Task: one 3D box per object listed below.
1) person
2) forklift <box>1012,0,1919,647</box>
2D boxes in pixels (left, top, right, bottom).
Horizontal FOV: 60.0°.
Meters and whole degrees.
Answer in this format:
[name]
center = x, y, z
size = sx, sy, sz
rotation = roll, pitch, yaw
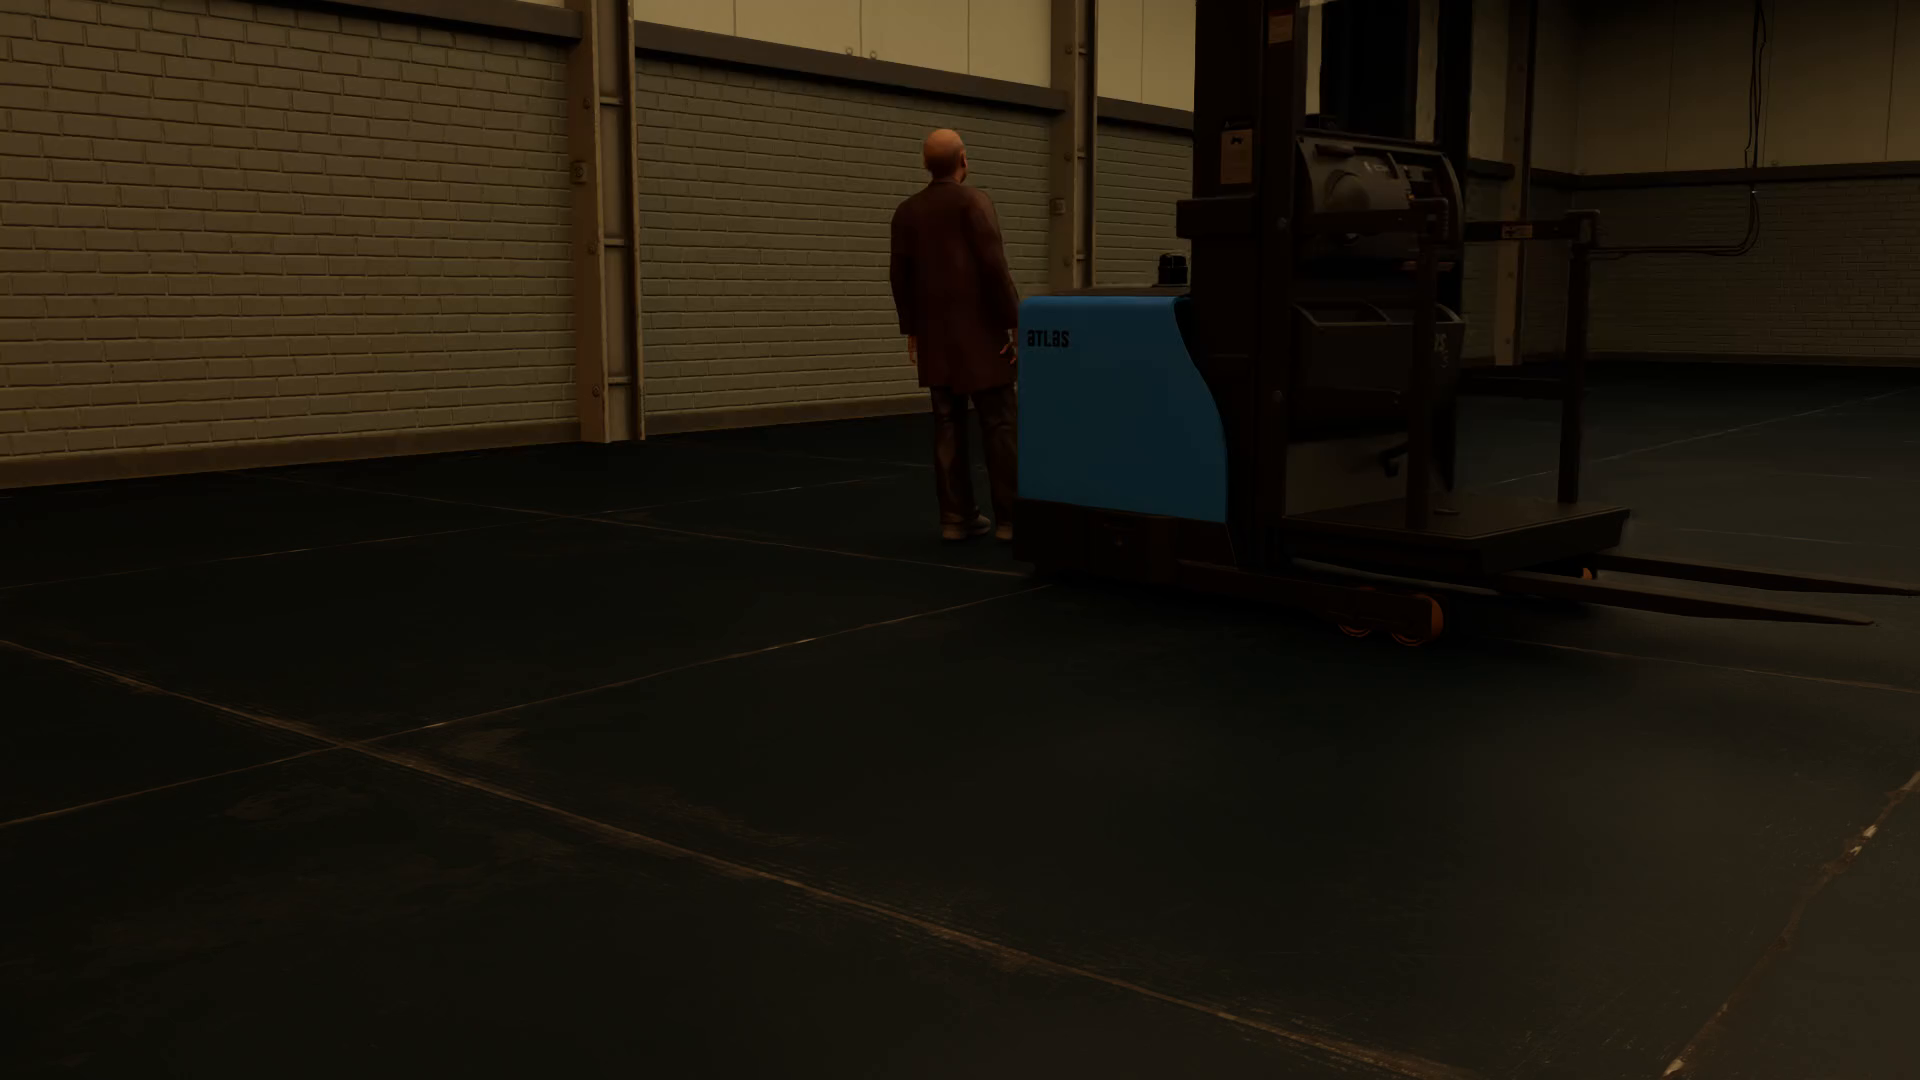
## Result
[person]
center = 0.056, -0.896, 7.354
size = 0.700, 1.778, 0.567
rotation = 7, 11, 38
[forklift]
center = 1.582, -1.203, 5.504
size = 1.130, 2.935, 3.031
rotation = -8, 11, -43
